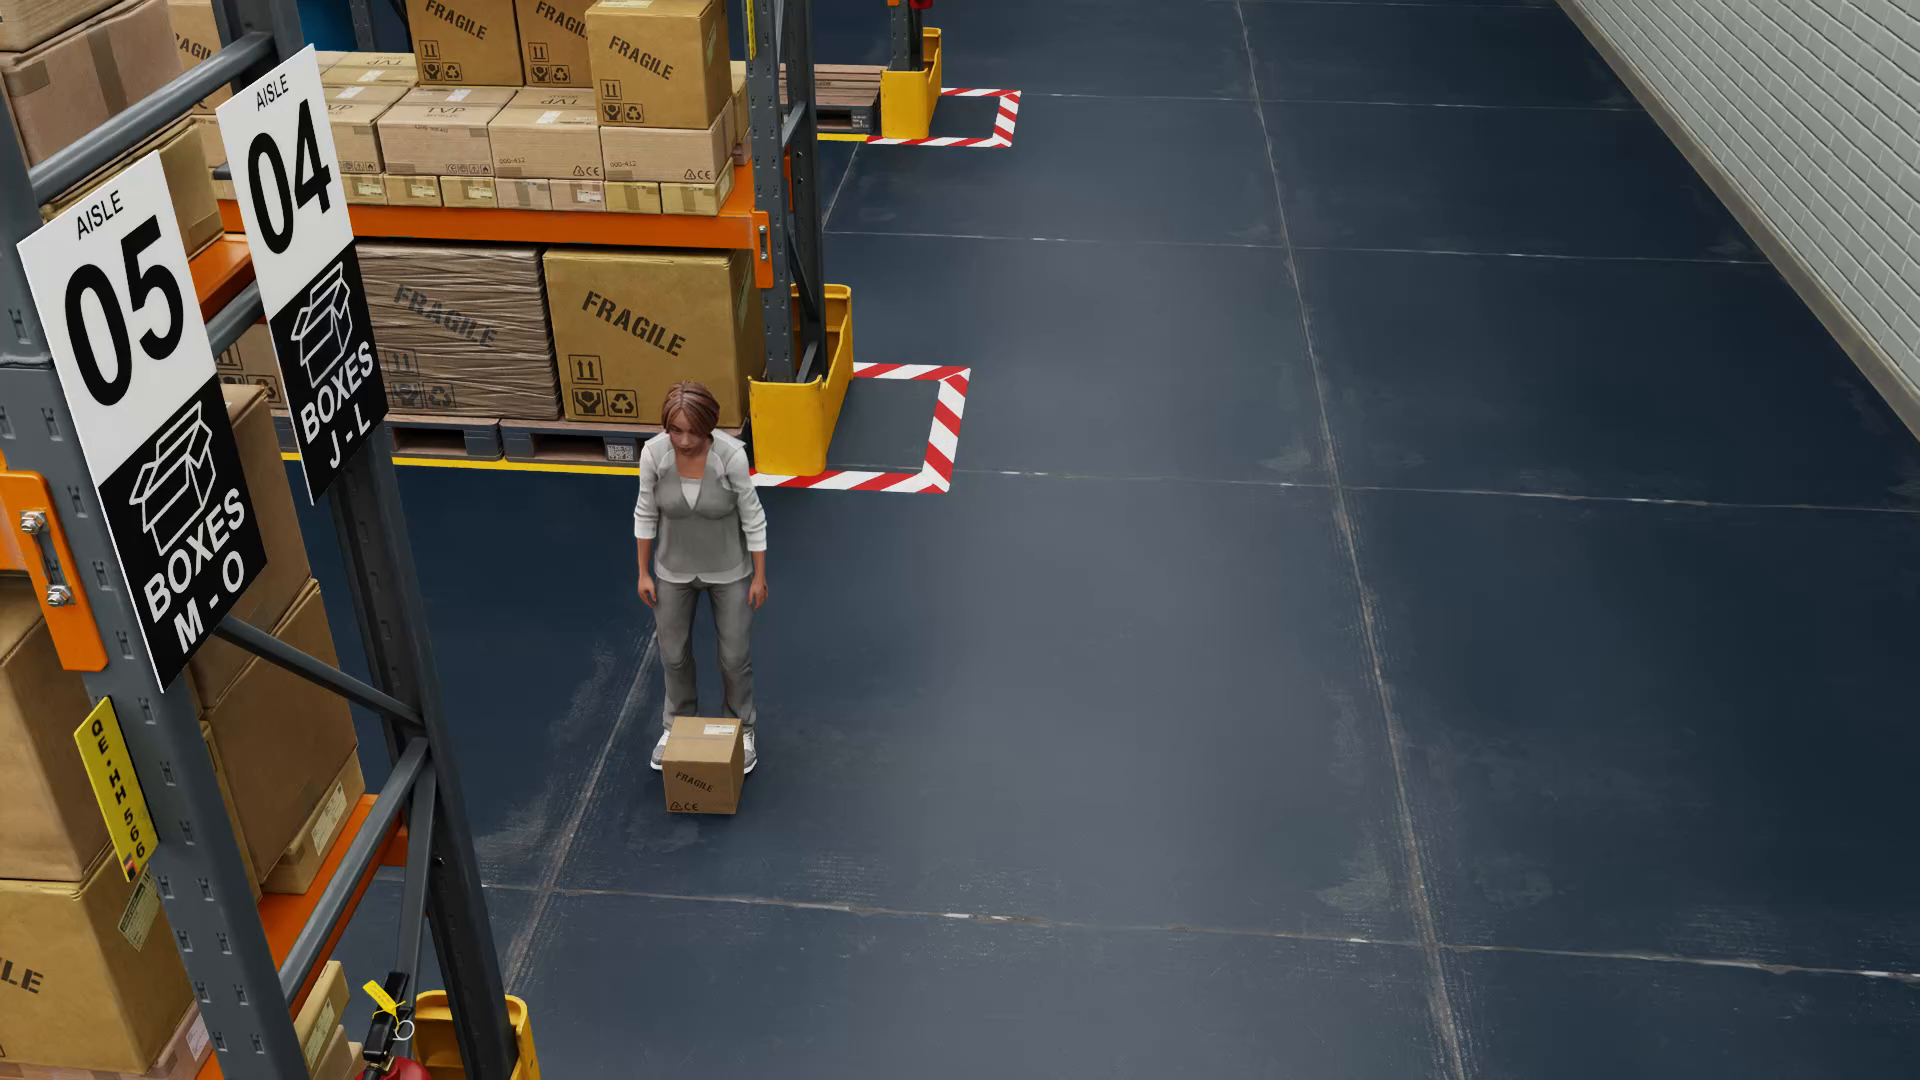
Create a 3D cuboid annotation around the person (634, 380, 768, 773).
[{"bbox_3d":[-0.921,0.133,5.947,0.483,1.582,0.340,1,32,2],"label":"person"}]
